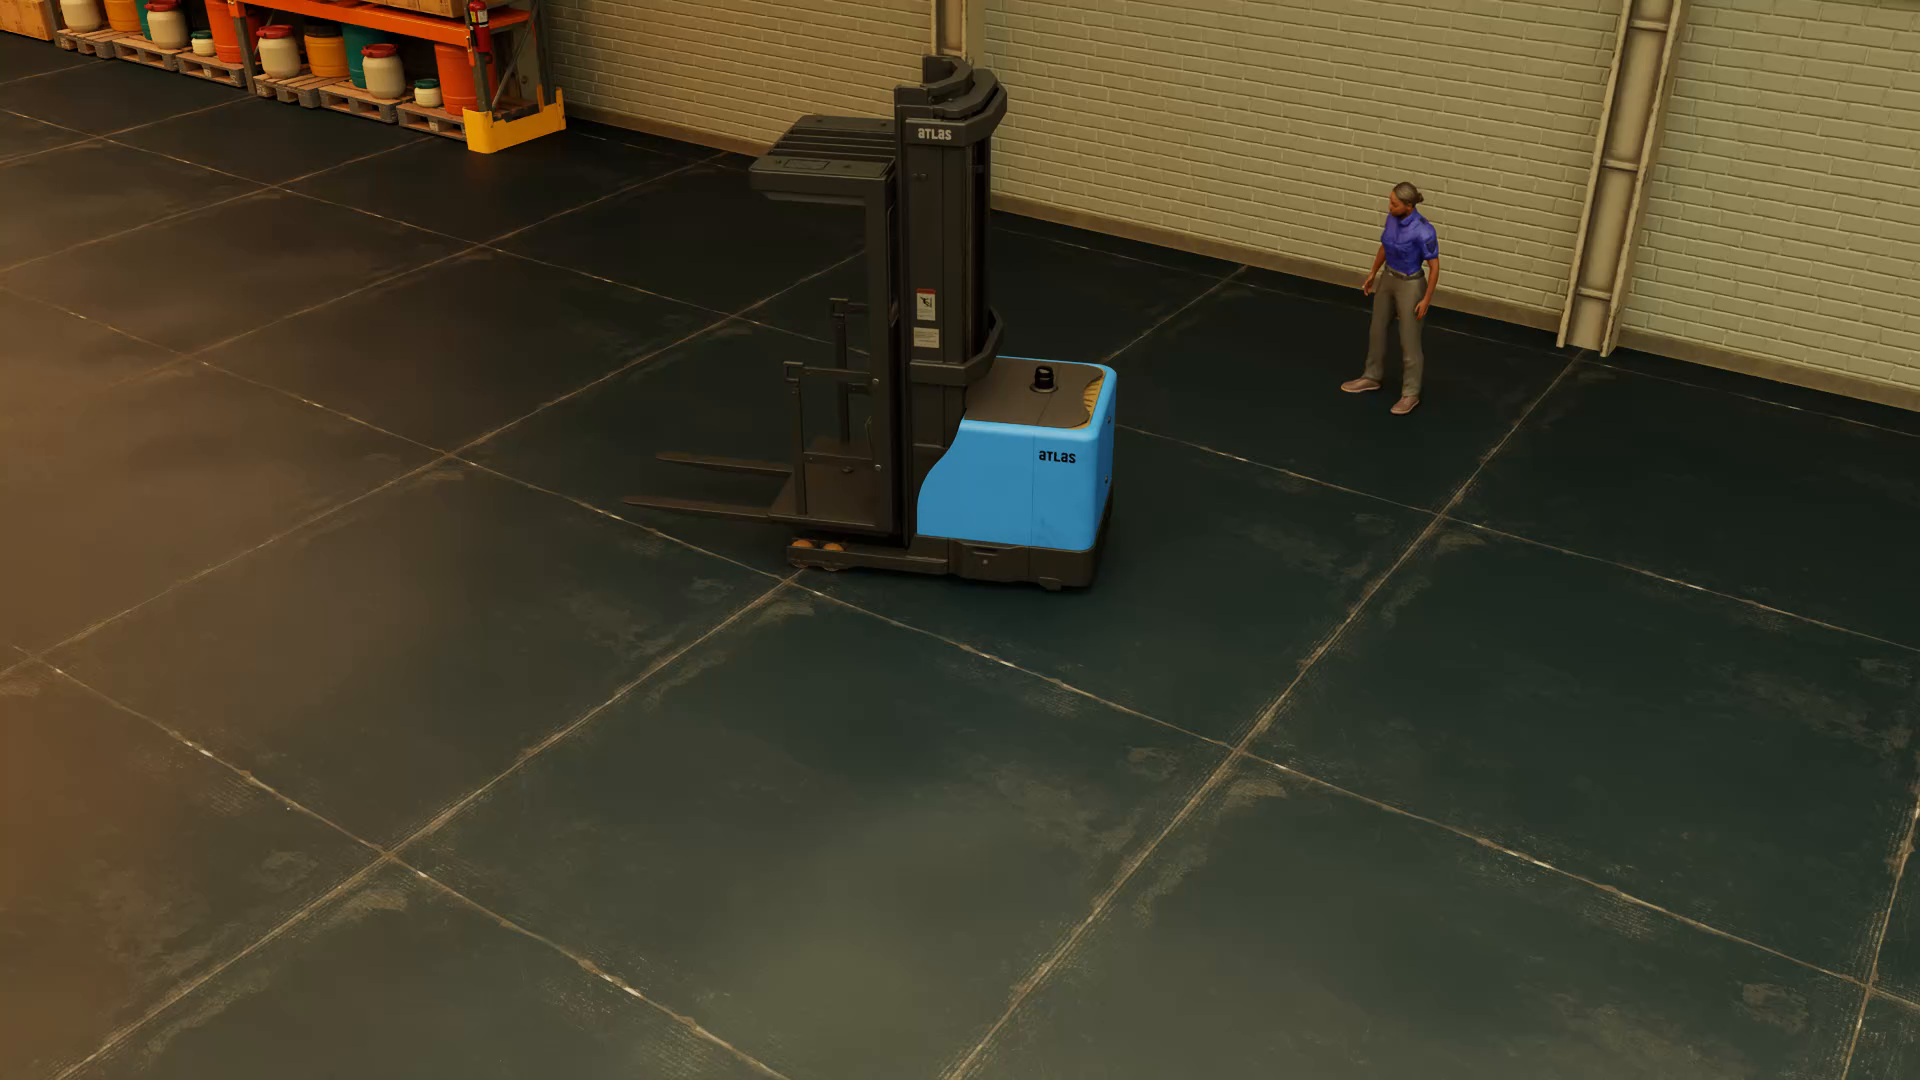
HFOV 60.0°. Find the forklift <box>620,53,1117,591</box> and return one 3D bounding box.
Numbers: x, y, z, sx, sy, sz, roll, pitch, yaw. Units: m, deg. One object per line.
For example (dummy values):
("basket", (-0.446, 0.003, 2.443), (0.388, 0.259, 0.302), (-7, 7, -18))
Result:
("forklift", (-0.596, -1.330, 9.871), (3.031, 2.935, 1.130), (6, 31, 10))

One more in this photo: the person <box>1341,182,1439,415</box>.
("person", (3.147, -1.774, 11.916), (0.405, 1.658, 0.625), (-16, 34, -25))
